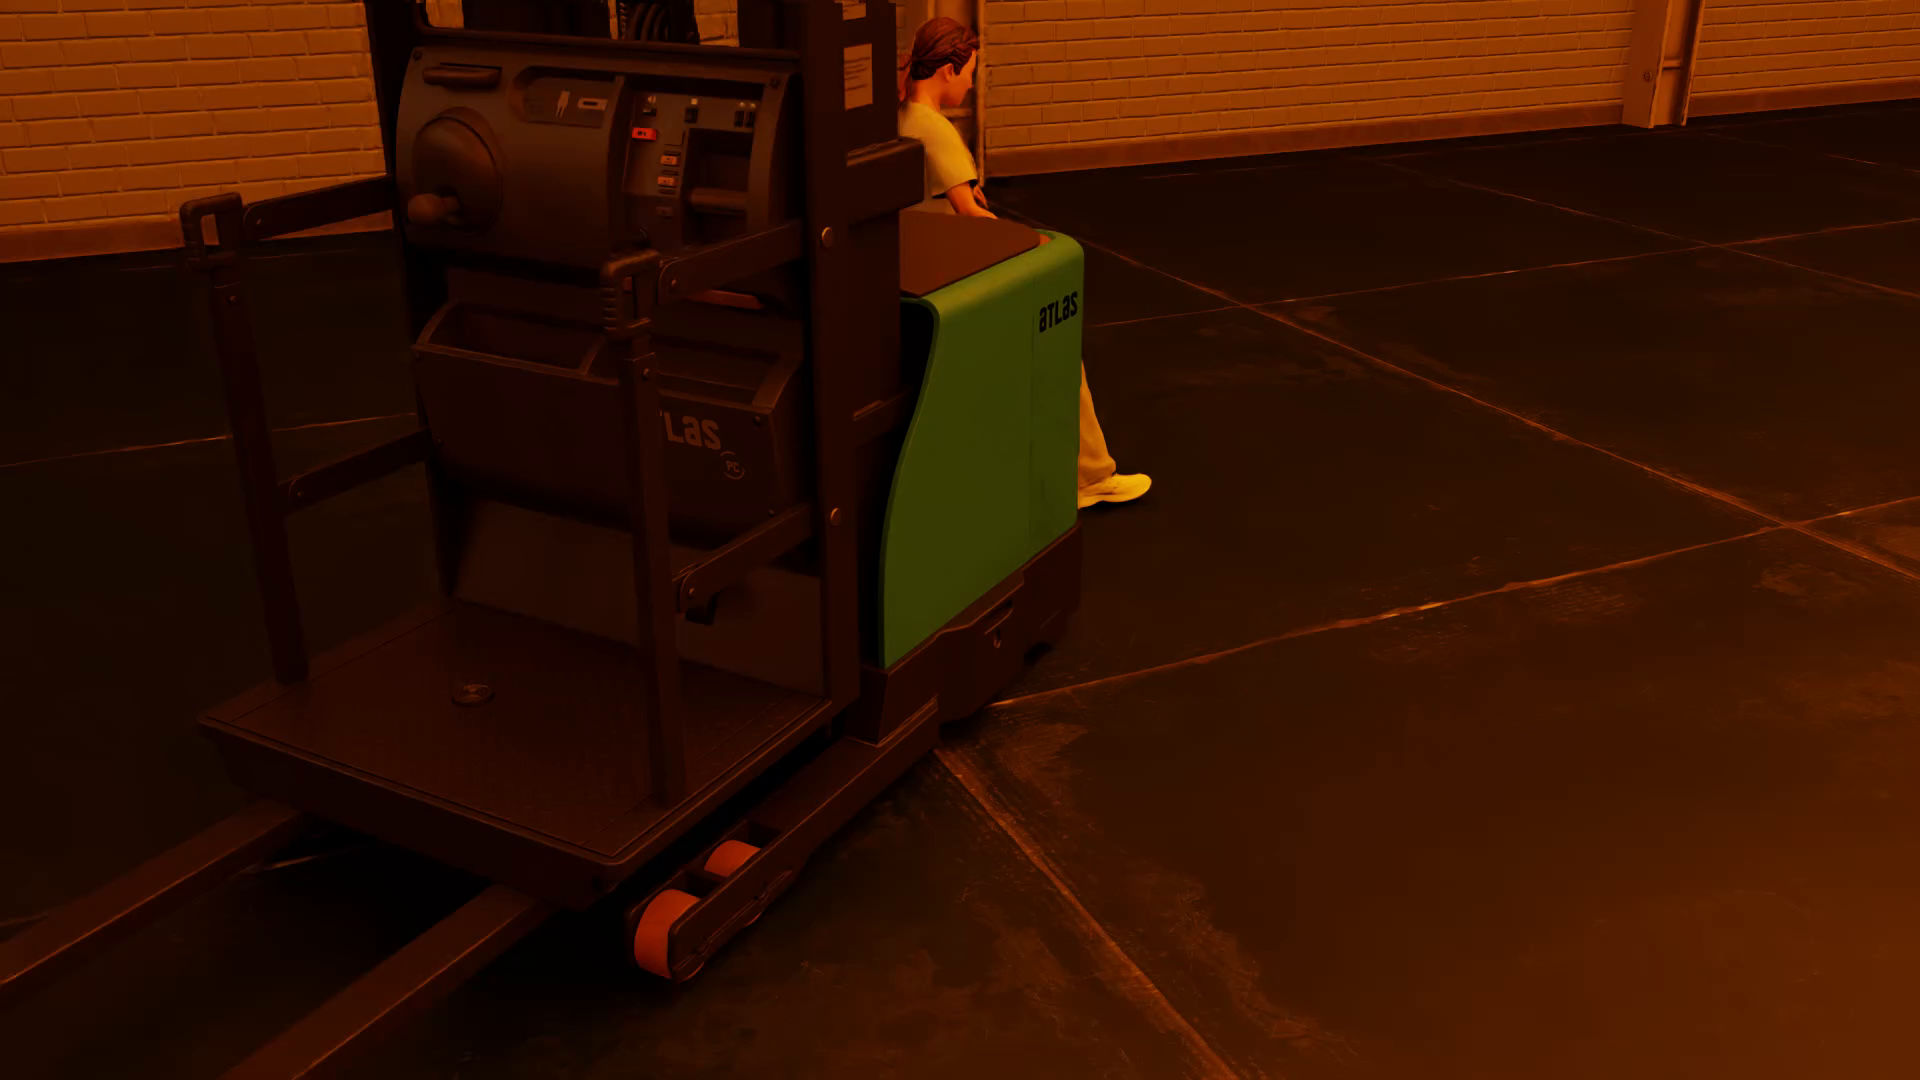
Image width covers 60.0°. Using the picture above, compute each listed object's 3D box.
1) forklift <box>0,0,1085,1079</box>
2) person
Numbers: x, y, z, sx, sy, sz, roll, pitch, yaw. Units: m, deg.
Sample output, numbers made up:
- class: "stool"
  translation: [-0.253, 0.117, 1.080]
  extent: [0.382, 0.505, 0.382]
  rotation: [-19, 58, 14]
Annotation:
- class: "forklift"
  translation: [-0.830, -0.726, 3.035]
  extent: [1.130, 2.935, 3.031]
  rotation: [12, 25, 27]
- class: "person"
  translation: [0.017, -0.895, 5.356]
  extent: [0.964, 1.521, 0.977]
  rotation: [-8, 24, -19]
